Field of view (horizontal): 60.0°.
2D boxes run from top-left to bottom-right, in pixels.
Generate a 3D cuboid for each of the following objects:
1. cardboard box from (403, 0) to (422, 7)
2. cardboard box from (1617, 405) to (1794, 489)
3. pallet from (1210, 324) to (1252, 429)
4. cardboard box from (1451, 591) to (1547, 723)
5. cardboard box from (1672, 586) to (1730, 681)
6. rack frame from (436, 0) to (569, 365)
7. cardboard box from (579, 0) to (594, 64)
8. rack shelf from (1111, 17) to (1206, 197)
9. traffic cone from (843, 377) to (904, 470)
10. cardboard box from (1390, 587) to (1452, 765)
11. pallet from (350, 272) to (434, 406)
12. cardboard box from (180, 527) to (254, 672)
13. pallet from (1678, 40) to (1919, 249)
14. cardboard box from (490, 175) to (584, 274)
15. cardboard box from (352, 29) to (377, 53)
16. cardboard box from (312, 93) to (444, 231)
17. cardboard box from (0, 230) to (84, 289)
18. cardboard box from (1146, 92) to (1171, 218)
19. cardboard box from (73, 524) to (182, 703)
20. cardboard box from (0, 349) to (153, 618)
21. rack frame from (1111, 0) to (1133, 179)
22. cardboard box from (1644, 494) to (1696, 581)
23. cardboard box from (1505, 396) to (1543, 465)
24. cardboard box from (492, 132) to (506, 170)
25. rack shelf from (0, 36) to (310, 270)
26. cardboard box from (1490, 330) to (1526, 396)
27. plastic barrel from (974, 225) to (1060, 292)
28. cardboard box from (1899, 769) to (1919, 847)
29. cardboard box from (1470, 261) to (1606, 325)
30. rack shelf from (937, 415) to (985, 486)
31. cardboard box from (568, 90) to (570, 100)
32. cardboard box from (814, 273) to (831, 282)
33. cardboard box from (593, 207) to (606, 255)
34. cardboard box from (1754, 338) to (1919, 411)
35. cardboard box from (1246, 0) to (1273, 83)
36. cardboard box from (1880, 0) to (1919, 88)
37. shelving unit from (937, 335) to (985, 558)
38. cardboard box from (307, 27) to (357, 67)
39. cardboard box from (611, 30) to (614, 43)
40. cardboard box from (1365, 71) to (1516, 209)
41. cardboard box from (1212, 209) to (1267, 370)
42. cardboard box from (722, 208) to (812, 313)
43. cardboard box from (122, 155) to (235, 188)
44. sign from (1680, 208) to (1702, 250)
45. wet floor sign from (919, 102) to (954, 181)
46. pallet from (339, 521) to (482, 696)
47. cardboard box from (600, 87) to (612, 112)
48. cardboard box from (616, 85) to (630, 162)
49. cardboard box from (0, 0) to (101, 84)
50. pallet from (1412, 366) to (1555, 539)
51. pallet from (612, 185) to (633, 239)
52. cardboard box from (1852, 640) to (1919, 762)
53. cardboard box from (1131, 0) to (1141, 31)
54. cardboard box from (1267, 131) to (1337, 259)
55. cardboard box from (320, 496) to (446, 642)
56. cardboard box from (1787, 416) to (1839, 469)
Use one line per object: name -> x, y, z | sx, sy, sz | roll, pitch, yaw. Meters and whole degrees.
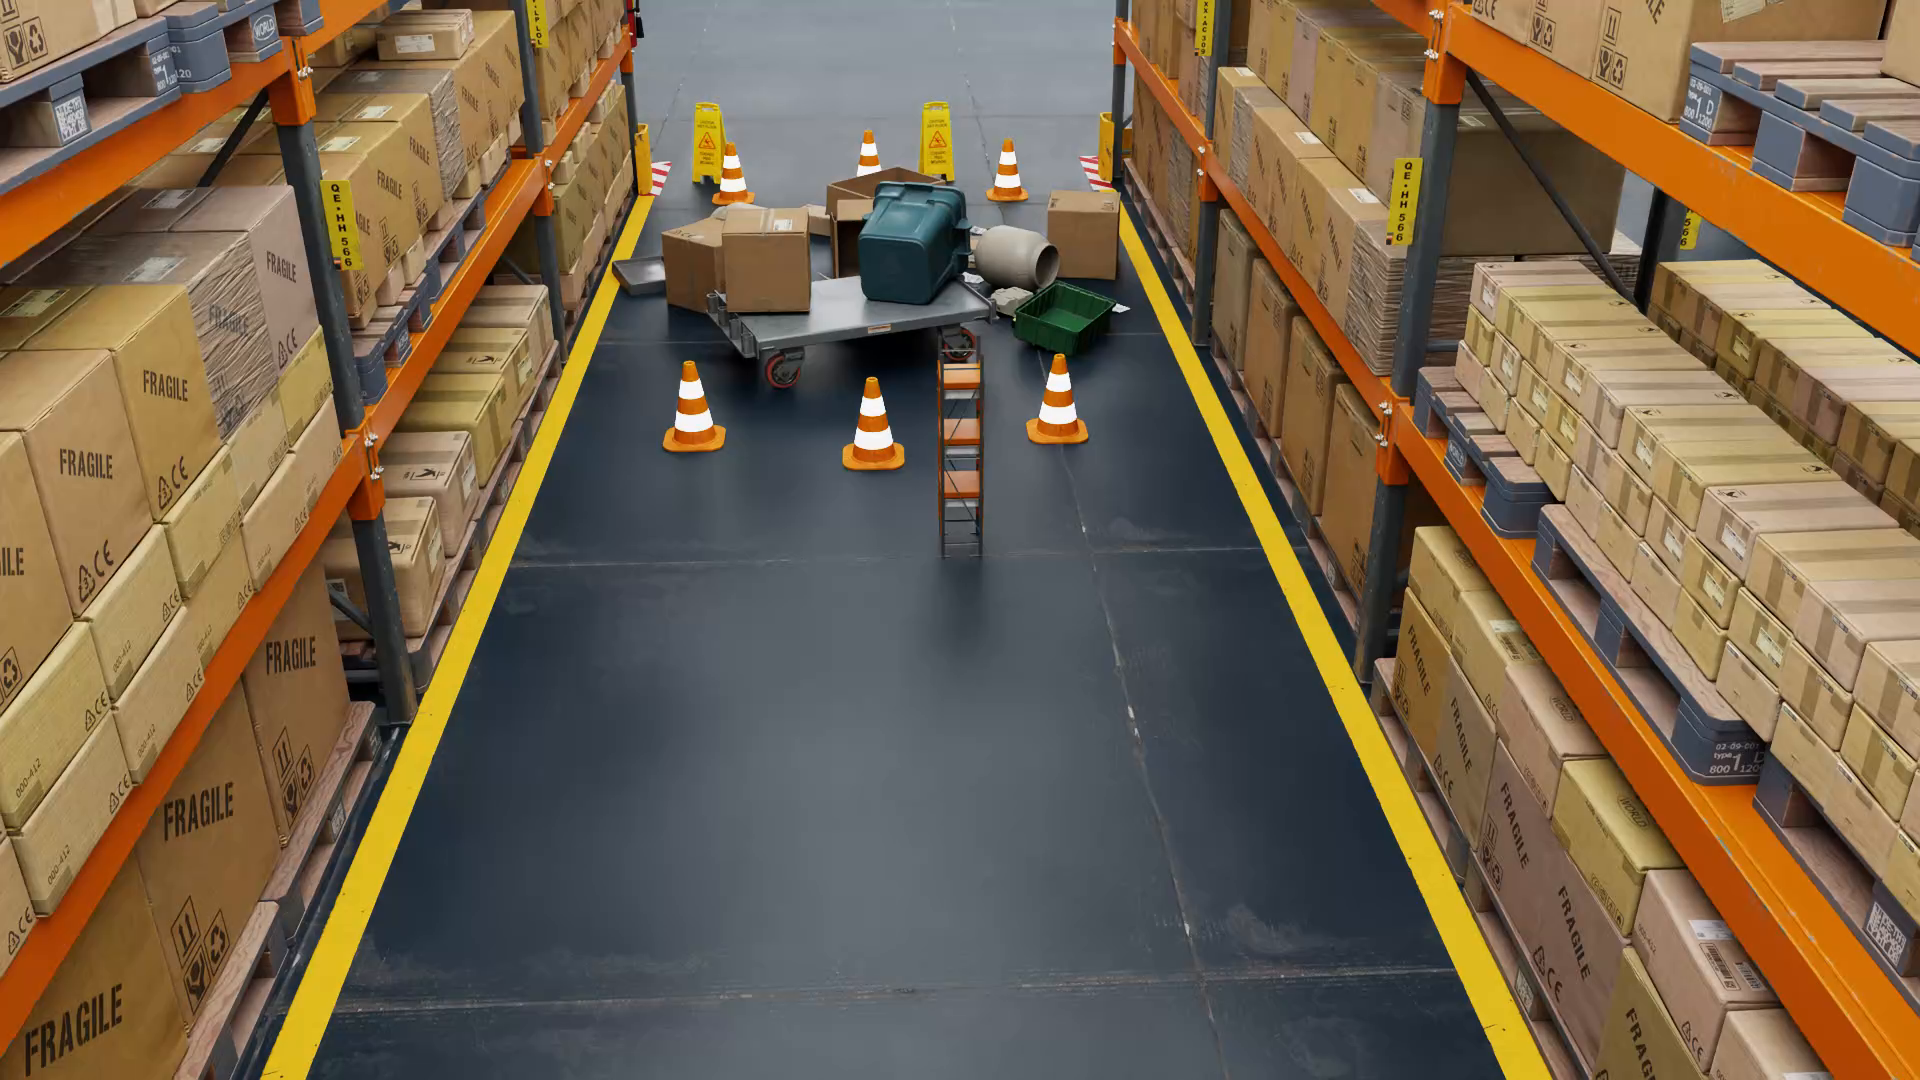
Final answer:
cardboard box -> -3.288, -3.284, 10.874 | 0.500, 0.500, 0.500 | -1, 28, -1
cardboard box -> 2.097, -0.265, 4.688 | 0.380, 0.149, 0.250 | -1, 28, -1
pallet -> 2.103, -1.007, 9.953 | 1.003, 0.211, 1.213 | -1, 28, -3
cardboard box -> 2.017, 0.397, 5.683 | 0.500, 0.250, 0.500 | -2, 28, -3
cardboard box -> 2.115, 0.241, 4.361 | 0.380, 0.149, 0.250 | 0, 28, 0
rack frame -> -2.951, -2.432, 9.669 | 1.000, 3.000, 0.127 | -1, 28, -3
cardboard box -> -2.804, -3.514, 11.315 | 0.500, 0.500, 0.500 | -1, 28, -2
rack shelf -> 1.883, -3.203, 11.925 | 1.077, 0.370, 4.000 | -1, 28, -3
traffic cone -> -0.474, -0.659, 9.012 | 0.336, 0.463, 0.334 | -1, 28, -3
cardboard box -> 1.978, 0.504, 6.289 | 0.500, 0.500, 0.500 | -3, 28, -5
pallet -> -2.886, -0.826, 6.798 | 1.213, 0.211, 1.003 | -1, 28, -3
cardboard box -> -2.404, 0.177, 4.828 | 0.500, 0.250, 0.500 | -2, 28, -3
pallet -> 2.422, -0.917, 3.724 | 1.213, 0.211, 1.003 | -1, 28, -3
cardboard box -> -2.712, -2.011, 10.570 | 0.500, 0.500, 0.500 | 0, 28, 0
cardboard box -> -3.186, -2.340, 8.608 | 0.500, 0.500, 0.500 | -1, 28, -2
cardboard box -> -2.603, -1.646, 7.279 | 0.500, 0.500, 0.500 | -1, 28, -2
cardboard box -> -2.925, -0.610, 4.986 | 0.500, 0.500, 0.500 | -1, 28, -2
cardboard box -> 1.928, -2.972, 12.548 | 0.875, 0.875, 0.875 | -2, 28, -3
cardboard box -> -2.358, 0.190, 4.264 | 0.500, 0.250, 0.500 | -2, 28, -4
cardboard box -> -2.380, -0.140, 4.085 | 0.500, 0.500, 0.500 | -2, 28, -3
rack frame -> 1.778, -4.445, 13.530 | 1.000, 3.000, 0.127 | -1, 28, -3
cardboard box -> 2.107, -0.010, 4.522 | 0.380, 0.149, 0.250 | 0, 28, -1
cardboard box -> 2.046, -0.366, 5.525 | 0.380, 0.149, 0.250 | 0, 28, 0
cardboard box -> -2.603, -2.035, 8.727 | 0.380, 0.149, 0.250 | -2, 28, -3
rack shelf -> -2.638, -0.672, 3.829 | 1.077, 0.370, 4.000 | -1, 28, -3
cardboard box -> 2.037, -0.604, 5.661 | 0.380, 0.149, 0.250 | 0, 28, 0
plastic barrel -> 0.396, -1.943, 11.517 | 0.512, 0.421, 0.421 | 19, 33, 32
cardboard box -> 2.172, 0.589, 3.373 | 0.380, 0.149, 0.250 | -1, 28, -2
cardboard box -> 2.027, -0.869, 5.848 | 0.380, 0.149, 0.250 | -1, 28, -3
rack shelf -> 0.003, -0.431, 7.965 | 0.215, 0.259, 0.240 | -1, 28, -3
cardboard box -> -2.780, -2.949, 10.931 | 0.380, 0.149, 0.250 | -2, 28, -3
cardboard box -> -0.850, -1.648, 11.122 | 0.258, 0.266, 0.396 | -23, 35, -37
cardboard box -> -2.782, -2.169, 11.685 | 0.500, 0.250, 0.500 | -2, 28, -3
cardboard box -> 2.722, -0.514, 5.166 | 0.380, 0.149, 0.250 | -1, 28, -1
cardboard box -> 2.019, -2.857, 9.294 | 0.700, 0.500, 0.500 | -2, 28, -4
cardboard box -> 2.455, -1.182, 3.464 | 0.797, 0.503, 0.637 | -2, 28, -3
shelving unit -> 0.003, -0.441, 7.960 | 0.215, 1.050, 0.252 | -1, 28, -3
cardboard box -> -3.120, -2.357, 7.940 | 0.380, 0.149, 0.250 | 0, 28, 0
cardboard box -> -2.811, -3.767, 12.501 | 0.380, 0.149, 0.250 | -2, 28, -4
cardboard box -> 2.155, -1.680, 7.038 | 0.700, 0.500, 0.500 | -2, 28, -3
cardboard box -> 2.109, -1.502, 9.866 | 1.050, 0.750, 0.750 | -2, 28, -3
cardboard box -> -1.175, -1.716, 10.181 | 0.500, 0.500, 0.500 | -1, 28, -3
cardboard box -> -3.043, -1.150, 6.328 | 0.500, 0.500, 0.500 | -2, 28, -4
sign -> 2.737, -1.247, 6.230 | 0.100, 0.325, 0.005 | -1, 28, -3
wet floor sign -> -0.201, -3.367, 14.008 | 0.267, 0.644, 0.232 | -6, 28, -11
pallet -> -2.781, 0.291, 7.464 | 1.003, 0.211, 1.213 | -1, 28, -3
cardboard box -> -2.761, -3.219, 12.184 | 0.380, 0.149, 0.250 | -1, 28, -2
cardboard box -> -2.858, -3.215, 12.879 | 0.500, 0.500, 0.500 | -1, 28, -2
cardboard box -> -2.360, -1.338, 3.766 | 0.500, 0.500, 0.500 | -1, 28, -2
pallet -> 2.340, -0.339, 5.864 | 1.213, 0.211, 1.003 | -1, 28, -3
pallet -> -3.149, -2.632, 13.068 | 1.003, 0.211, 1.213 | -1, 28, -3
cardboard box -> 2.163, 0.334, 3.541 | 0.380, 0.149, 0.250 | -2, 28, -4
cardboard box -> 1.843, -4.342, 13.169 | 0.875, 0.550, 0.550 | -1, 28, -3
cardboard box -> 1.823, -1.695, 8.147 | 0.500, 0.500, 0.500 | -1, 28, -2
cardboard box -> -2.762, 0.133, 7.139 | 0.950, 0.372, 0.625 | -3, 28, -6
cardboard box -> 2.732, -0.265, 5.011 | 0.380, 0.149, 0.250 | -2, 28, -3
